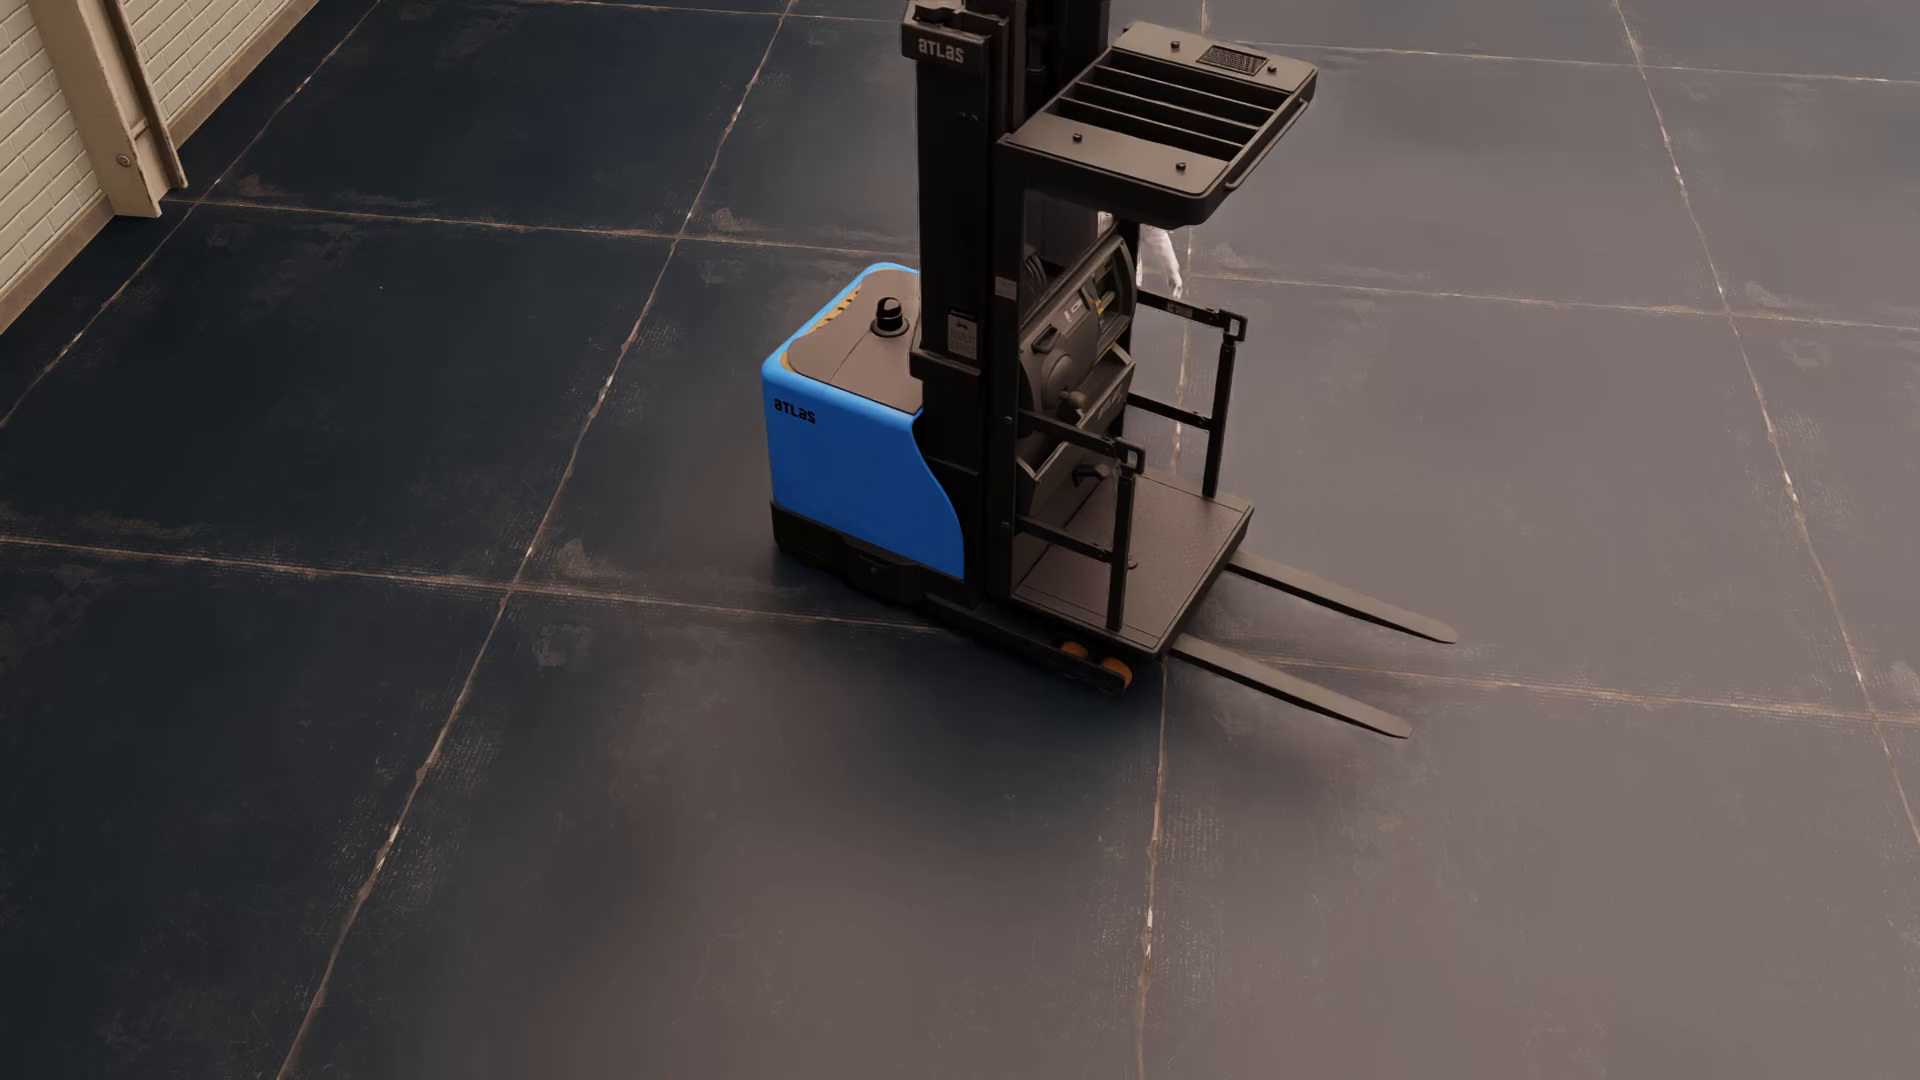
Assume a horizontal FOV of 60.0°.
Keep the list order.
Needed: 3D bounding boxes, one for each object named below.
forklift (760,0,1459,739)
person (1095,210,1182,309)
[{"bbox_3d":[0.659,-0.823,6.620,3.031,2.935,1.130,21,47,22],"label":"forklift"},{"bbox_3d":[0.692,-1.354,8.278,0.798,1.533,1.056,-6,43,-6],"label":"person"}]
